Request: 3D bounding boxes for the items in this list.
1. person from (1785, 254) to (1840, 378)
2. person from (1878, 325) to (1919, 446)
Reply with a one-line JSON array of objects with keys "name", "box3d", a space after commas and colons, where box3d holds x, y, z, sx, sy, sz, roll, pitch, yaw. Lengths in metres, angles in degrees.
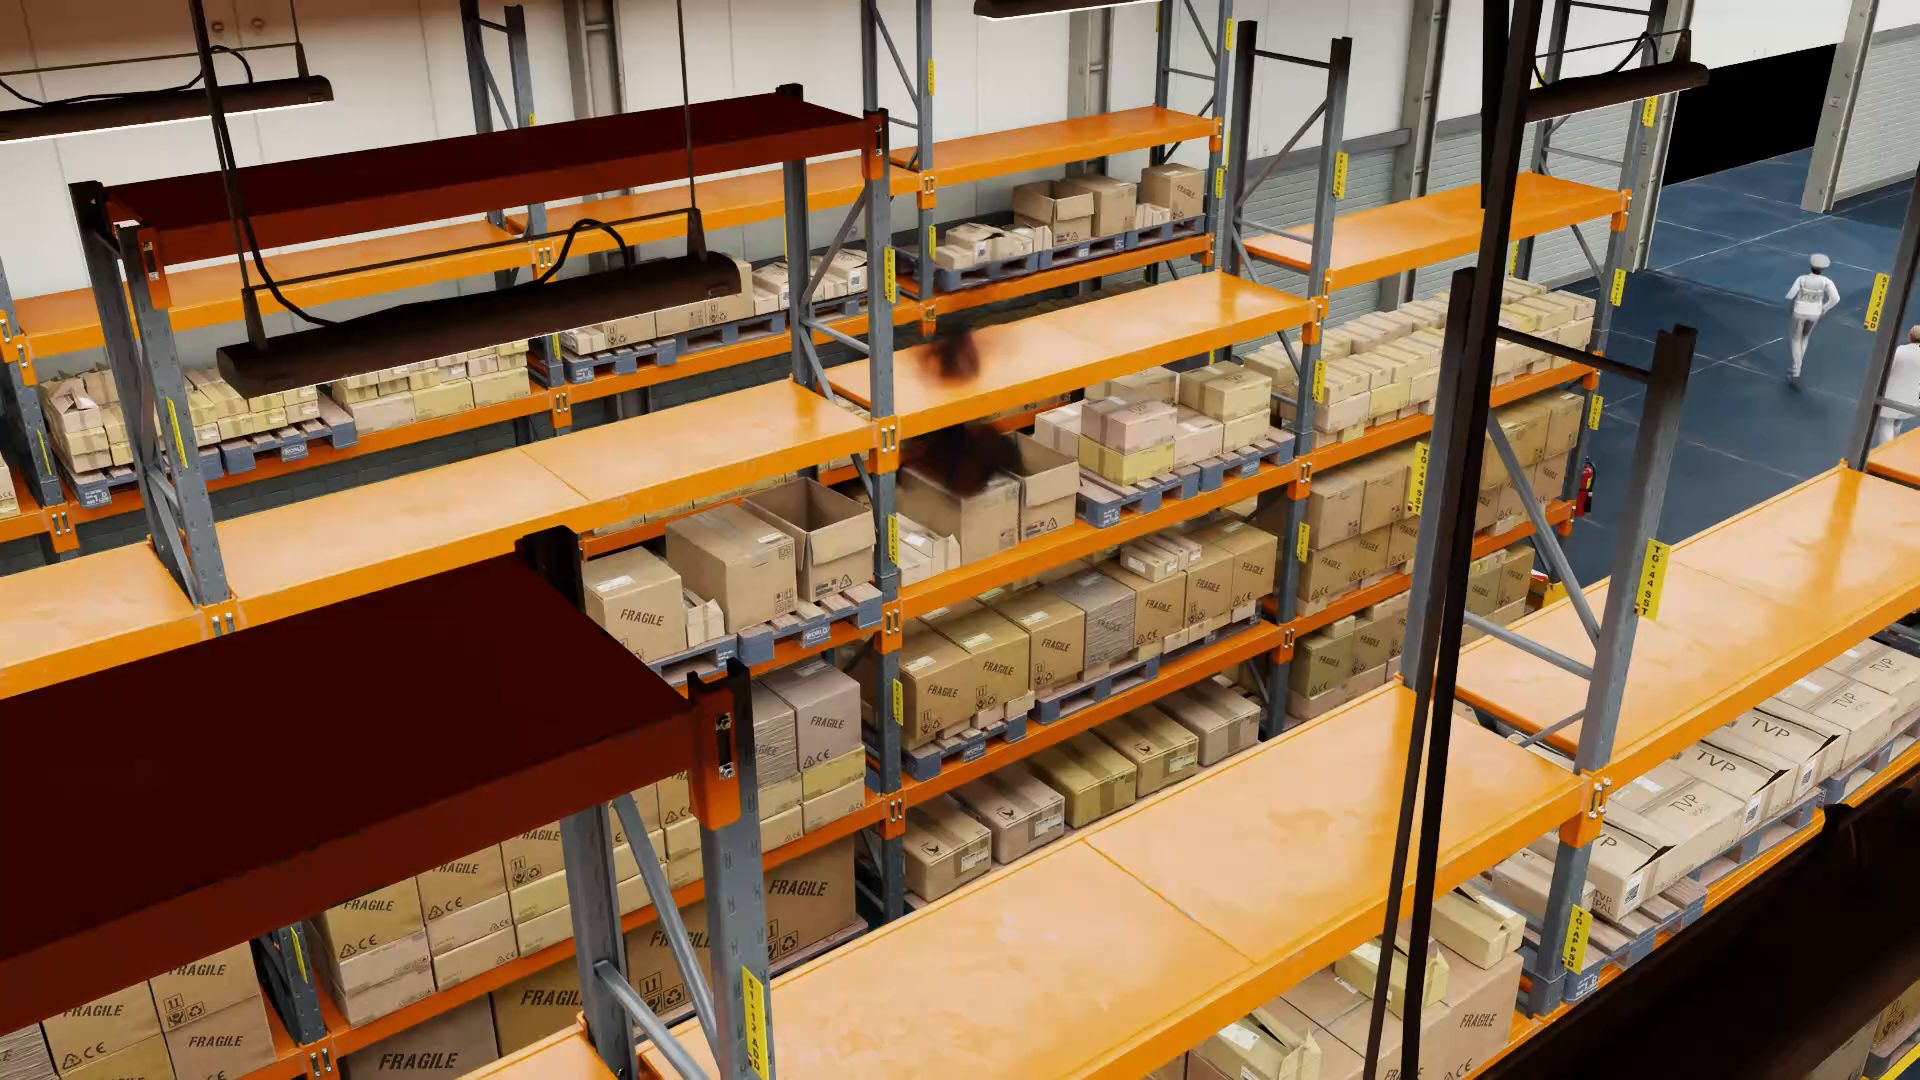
[{"name": "person", "box3d": [11.301, -2.962, 22.220, 0.598, 1.745, 0.733, 5, 26, 10]}, {"name": "person", "box3d": [11.010, -1.650, 19.448, 0.705, 1.795, 0.920, 6, 27, 12]}]
